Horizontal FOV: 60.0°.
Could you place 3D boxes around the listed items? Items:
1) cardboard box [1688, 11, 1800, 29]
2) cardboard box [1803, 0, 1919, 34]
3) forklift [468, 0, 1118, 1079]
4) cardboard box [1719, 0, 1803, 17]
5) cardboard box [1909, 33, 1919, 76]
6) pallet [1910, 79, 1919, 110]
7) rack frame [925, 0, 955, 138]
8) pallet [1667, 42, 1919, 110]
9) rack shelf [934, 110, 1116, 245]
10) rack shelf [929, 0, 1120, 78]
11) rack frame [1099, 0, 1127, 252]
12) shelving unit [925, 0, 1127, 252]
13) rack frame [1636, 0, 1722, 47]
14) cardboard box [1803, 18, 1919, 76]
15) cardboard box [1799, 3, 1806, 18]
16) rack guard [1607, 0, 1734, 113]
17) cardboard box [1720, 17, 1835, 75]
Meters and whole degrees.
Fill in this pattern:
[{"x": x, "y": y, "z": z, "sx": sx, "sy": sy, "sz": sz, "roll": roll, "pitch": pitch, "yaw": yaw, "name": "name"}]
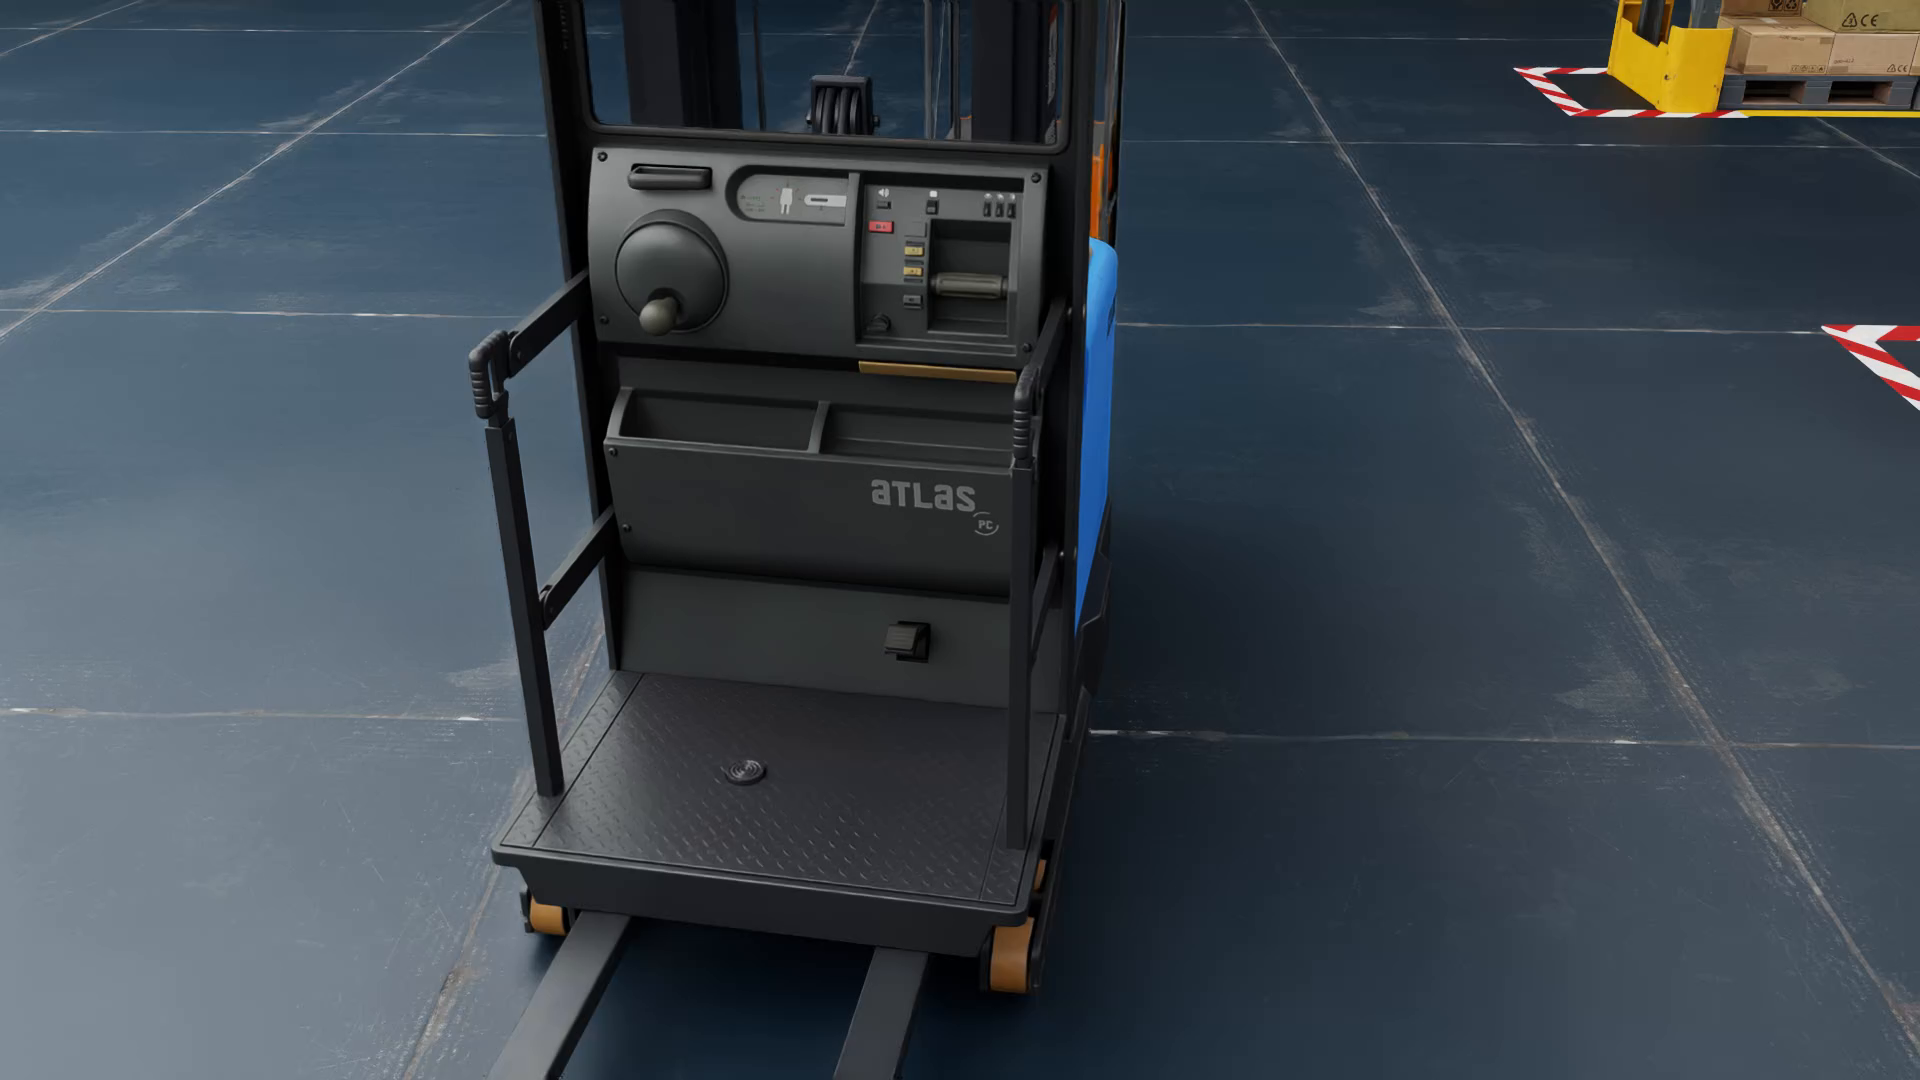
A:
[{"x": 5.067, "y": -3.312, "z": 10.783, "sx": 0.500, "sy": 0.250, "sz": 0.500, "roll": 1, "pitch": 28, "yaw": 2, "name": "cardboard box"}, {"x": 5.548, "y": -3.394, "z": 10.136, "sx": 0.500, "sy": 0.500, "sz": 0.500, "roll": 1, "pitch": 28, "yaw": 2, "name": "cardboard box"}, {"x": -0.327, "y": -0.535, "z": 3.129, "sx": 1.130, "sy": 2.935, "sz": 3.031, "roll": 5, "pitch": 28, "yaw": 9, "name": "forklift"}, {"x": 5.067, "y": -3.645, "z": 10.609, "sx": 0.500, "sy": 0.500, "sz": 0.500, "roll": 1, "pitch": 28, "yaw": 2, "name": "cardboard box"}, {"x": 6.048, "y": -3.055, "z": 10.297, "sx": 0.500, "sy": 0.250, "sz": 0.500, "roll": 1, "pitch": 28, "yaw": 2, "name": "cardboard box"}, {"x": 6.502, "y": -2.966, "z": 10.619, "sx": 1.213, "sy": 0.211, "sz": 1.003, "roll": 1, "pitch": 28, "yaw": 2, "name": "pallet"}, {"x": -0.050, "y": -0.982, "z": 4.861, "sx": 0.015, "sy": 2.100, "sz": 0.400, "roll": 5, "pitch": 28, "yaw": 9, "name": "rack frame"}, {"x": 5.286, "y": -2.987, "z": 10.660, "sx": 1.213, "sy": 0.211, "sz": 1.003, "roll": 1, "pitch": 28, "yaw": 2, "name": "pallet"}, {"x": 0.190, "y": -0.950, "z": 4.829, "sx": 0.480, "sy": 0.518, "sz": 0.431, "roll": 5, "pitch": 28, "yaw": 9, "name": "rack shelf"}, {"x": 0.190, "y": -1.568, "z": 4.502, "sx": 0.480, "sy": 0.518, "sz": 0.431, "roll": 5, "pitch": 28, "yaw": 9, "name": "rack shelf"}, {"x": 0.430, "y": -0.942, "z": 4.785, "sx": 0.015, "sy": 2.100, "sz": 0.400, "roll": 5, "pitch": 28, "yaw": 9, "name": "rack frame"}, {"x": 0.190, "y": -0.962, "z": 4.823, "sx": 0.503, "sy": 2.100, "sz": 0.431, "roll": 5, "pitch": 28, "yaw": 9, "name": "shelving unit"}, {"x": 4.520, "y": -4.212, "z": 9.993, "sx": 0.127, "sy": 3.000, "sz": 1.000, "roll": 1, "pitch": 28, "yaw": 2, "name": "rack frame"}, {"x": 5.548, "y": -3.063, "z": 10.313, "sx": 0.500, "sy": 0.250, "sz": 0.500, "roll": 1, "pitch": 28, "yaw": 2, "name": "cardboard box"}, {"x": 5.567, "y": -3.310, "z": 10.778, "sx": 0.500, "sy": 0.250, "sz": 0.500, "roll": 1, "pitch": 28, "yaw": 2, "name": "cardboard box"}, {"x": 4.496, "y": -3.108, "z": 10.579, "sx": 0.348, "sy": 0.500, "sz": 1.175, "roll": 1, "pitch": 28, "yaw": 2, "name": "rack guard"}, {"x": 5.048, "y": -3.070, "z": 10.326, "sx": 0.500, "sy": 0.250, "sz": 0.500, "roll": 1, "pitch": 28, "yaw": 2, "name": "cardboard box"}]
